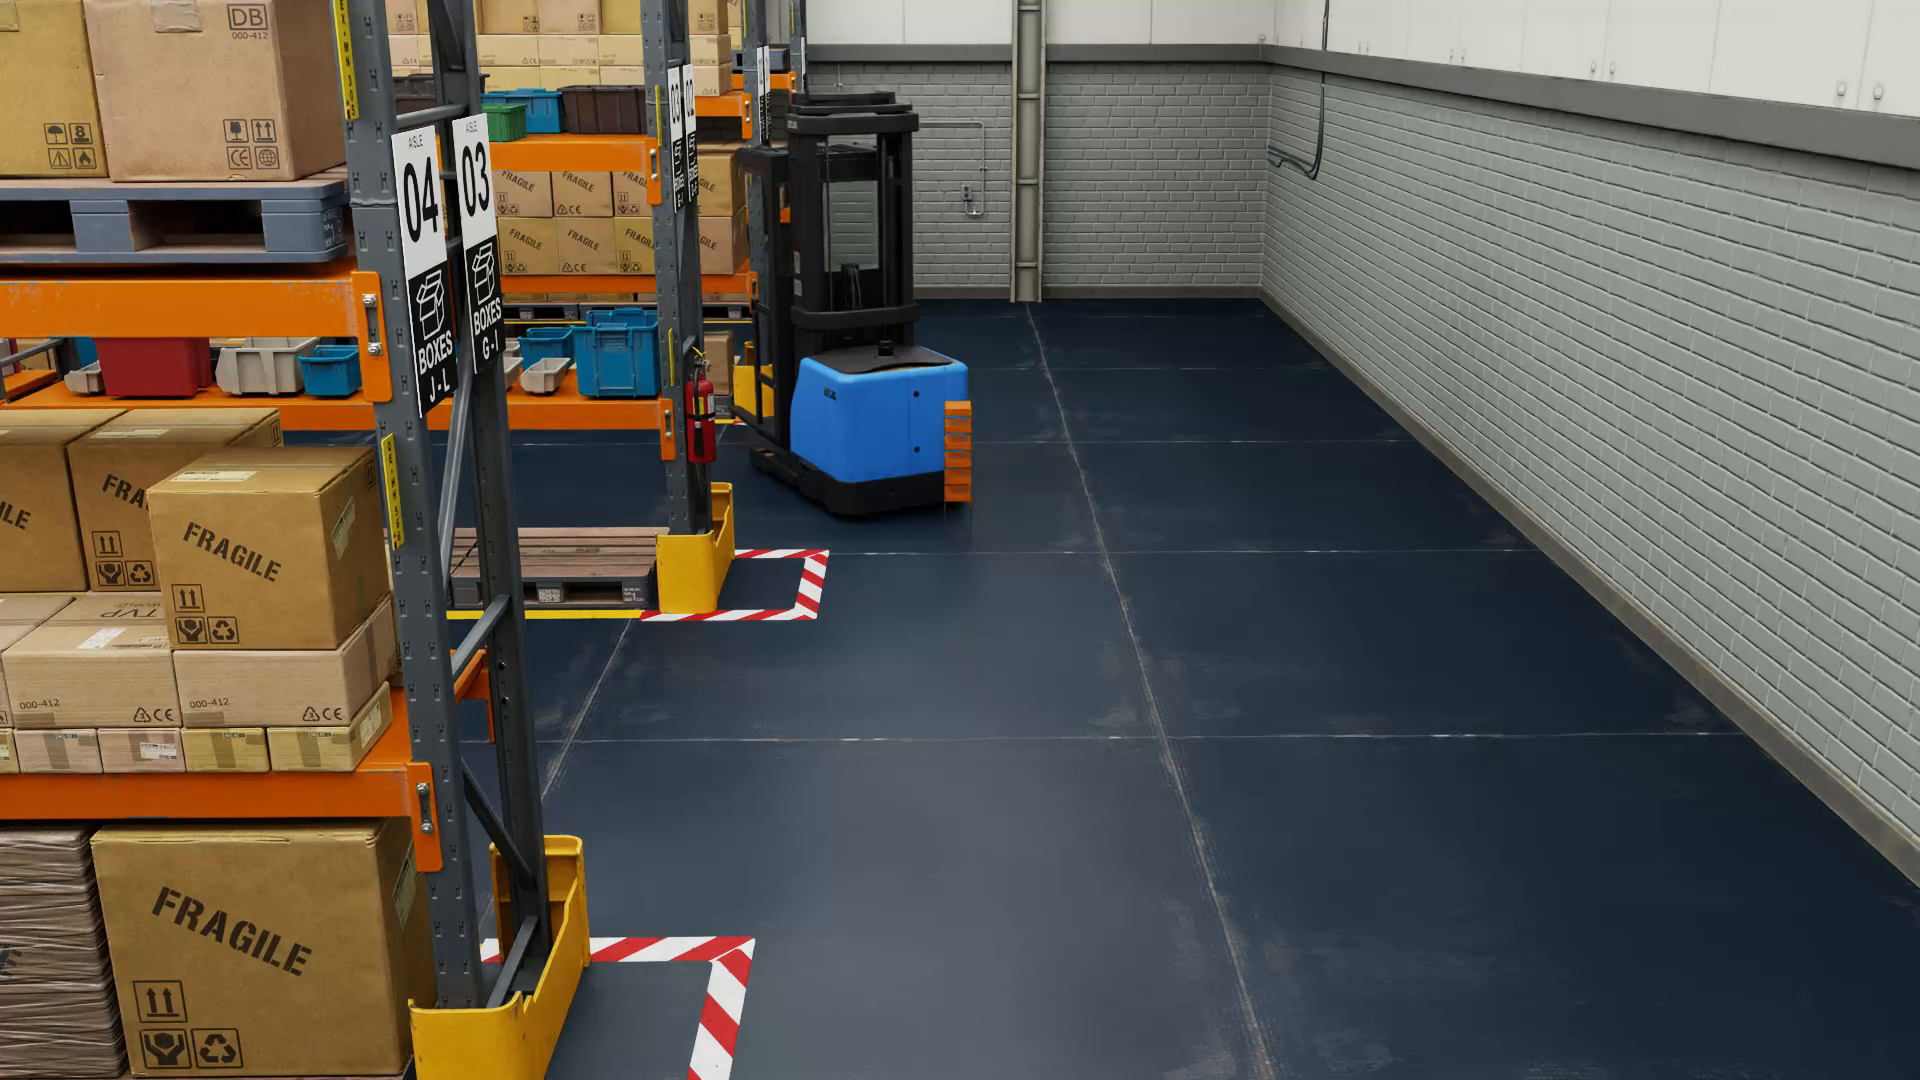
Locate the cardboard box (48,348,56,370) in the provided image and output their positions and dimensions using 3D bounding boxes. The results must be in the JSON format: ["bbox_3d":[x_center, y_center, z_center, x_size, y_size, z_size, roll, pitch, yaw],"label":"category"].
[{"bbox_3d":[-7.770,-1.570,14.902,0.500,0.500,0.500,-1,18,-3],"label":"cardboard box"}]

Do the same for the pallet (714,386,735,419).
[{"bbox_3d":[-2.650,-1.333,15.356,1.213,0.211,1.003,0,18,-1],"label":"pallet"}]

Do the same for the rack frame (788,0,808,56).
[{"bbox_3d":[-1.859,-7.034,18.744,0.127,3.000,1.000,0,18,-1],"label":"rack frame"}]

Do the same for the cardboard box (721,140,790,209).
[{"bbox_3d":[-2.369,-4.315,19.598,0.700,0.700,0.980,1,18,2],"label":"cardboard box"}]

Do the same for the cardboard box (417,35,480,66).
[{"bbox_3d":[-4.286,-4.169,14.149,0.500,0.250,0.500,0,18,-1],"label":"cardboard box"}]

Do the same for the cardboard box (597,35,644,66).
[{"bbox_3d":[-2.786,-4.177,14.174,0.500,0.250,0.500,0,18,-1],"label":"cardboard box"}]

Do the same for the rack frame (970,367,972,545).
[{"bbox_3d":[0.077,-0.572,11.365,0.006,1.200,0.240,0,18,-1],"label":"rack frame"}]

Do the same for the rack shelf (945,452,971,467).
[{"bbox_3d":[-0.014,-0.529,11.378,0.180,0.103,0.258,0,18,-1],"label":"rack shelf"}]

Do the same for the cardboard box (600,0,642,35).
[{"bbox_3d":[-2.792,-4.633,14.368,0.500,0.500,0.700,0,18,-1],"label":"cardboard box"}]

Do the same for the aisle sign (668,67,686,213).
[{"bbox_3d":[-1.626,-2.301,9.553,0.004,0.787,0.394,0,18,-1],"label":"aisle sign"}]

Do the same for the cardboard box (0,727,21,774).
[{"bbox_3d":[-2.996,0.588,5.215,0.250,0.149,0.380,-1,18,-2],"label":"cardboard box"}]

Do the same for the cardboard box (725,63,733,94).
[{"bbox_3d":[-2.295,-4.097,14.743,0.500,0.250,0.500,0,18,-1],"label":"cardboard box"}]

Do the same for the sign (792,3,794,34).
[{"bbox_3d":[-1.864,-5.824,18.563,0.005,0.325,0.100,0,18,-1],"label":"sign"}]

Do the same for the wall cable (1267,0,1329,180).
[{"bbox_3d":[3.802,-5.474,18.963,0.112,2.526,3.097,0,18,-1],"label":"wall cable"}]

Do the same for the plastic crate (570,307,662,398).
[{"bbox_3d":[-2.034,-1.139,10.031,0.499,0.435,0.616,0,18,-1],"label":"plastic crate"}]

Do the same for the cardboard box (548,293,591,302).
[{"bbox_3d":[-4.607,-3.142,19.836,0.500,0.500,0.700,0,18,-1],"label":"cardboard box"}]

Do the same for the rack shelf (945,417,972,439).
[{"bbox_3d":[-0.014,-0.757,11.304,0.180,0.103,0.258,0,18,-1],"label":"rack shelf"}]

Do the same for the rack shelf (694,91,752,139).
[{"bbox_3d":[-3.777,-3.741,14.566,4.000,0.370,1.077,0,18,-1],"label":"rack shelf"}]

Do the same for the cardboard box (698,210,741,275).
[{"bbox_3d":[-2.220,-2.627,14.663,0.500,0.500,0.500,0,18,1],"label":"cardboard box"}]

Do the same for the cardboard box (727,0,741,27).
[{"bbox_3d":[-2.586,-6.053,18.761,0.500,0.500,0.500,0,18,-1],"label":"cardboard box"}]

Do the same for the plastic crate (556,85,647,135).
[{"bbox_3d":[-2.092,-2.601,10.050,0.590,0.269,0.497,0,18,-1],"label":"plastic crate"}]

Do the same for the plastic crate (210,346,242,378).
[{"bbox_3d":[-4.587,-1.118,10.474,0.590,0.125,0.437,0,18,-1],"label":"plastic crate"}]

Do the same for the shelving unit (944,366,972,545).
[{"bbox_3d":[-0.014,-0.571,11.364,0.189,1.200,0.258,0,18,-1],"label":"shelving unit"}]

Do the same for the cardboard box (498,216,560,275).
[{"bbox_3d":[-3.742,-2.621,14.642,0.500,0.500,0.500,-1,18,-2],"label":"cardboard box"}]

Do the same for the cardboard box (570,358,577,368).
[{"bbox_3d":[-3.267,-1.492,15.069,0.500,0.250,0.500,0,18,-1],"label":"cardboard box"}]

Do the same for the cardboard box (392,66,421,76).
[{"bbox_3d":[-4.786,-3.930,14.224,0.500,0.250,0.500,0,18,-1],"label":"cardboard box"}]

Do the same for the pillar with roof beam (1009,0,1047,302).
[{"bbox_3d":[0.895,-5.997,15.510,0.400,9.000,9.100,0,18,-1],"label":"pillar with roof beam"}]

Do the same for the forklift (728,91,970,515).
[{"bbox_3d":[-1.035,-1.976,12.910,1.130,2.935,3.031,-9,20,-25],"label":"forklift"}]

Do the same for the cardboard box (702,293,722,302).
[{"bbox_3d":[-3.057,-3.151,19.865,0.500,0.500,0.700,0,18,-1],"label":"cardboard box"}]

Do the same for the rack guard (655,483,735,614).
[{"bbox_3d":[-1.679,0.034,10.623,0.348,0.500,1.175,0,18,-1],"label":"rack guard"}]

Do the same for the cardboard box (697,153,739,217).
[{"bbox_3d":[-2.218,-3.103,14.508,0.500,0.500,0.500,0,18,-1],"label":"cardboard box"}]

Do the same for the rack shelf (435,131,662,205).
[{"bbox_3d":[-3.702,-2.228,9.850,4.000,0.370,1.077,0,18,-1],"label":"rack shelf"}]

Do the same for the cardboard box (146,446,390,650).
[{"bbox_3d":[-2.107,0.016,5.118,0.500,0.500,0.500,0,18,0],"label":"cardboard box"}]

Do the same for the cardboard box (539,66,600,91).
[{"bbox_3d":[-3.286,-3.933,14.233,0.500,0.250,0.500,0,18,-1],"label":"cardboard box"}]

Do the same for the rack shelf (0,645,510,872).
[{"bbox_3d":[-3.624,0.713,5.592,4.000,0.370,1.077,0,18,-1],"label":"rack shelf"}]

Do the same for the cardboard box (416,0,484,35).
[{"bbox_3d":[-4.289,-4.575,14.188,0.500,0.500,0.700,0,18,-1],"label":"cardboard box"}]

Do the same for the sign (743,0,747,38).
[{"bbox_3d":[-1.788,-4.345,13.822,0.005,0.325,0.100,0,18,-1],"label":"sign"}]

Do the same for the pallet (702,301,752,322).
[{"bbox_3d":[-2.657,-2.822,20.000,1.213,0.211,1.003,0,18,-1],"label":"pallet"}]

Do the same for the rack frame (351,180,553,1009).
[{"bbox_3d":[-1.624,0.361,5.513,0.127,3.000,1.000,0,18,-1],"label":"rack frame"}]

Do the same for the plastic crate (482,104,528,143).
[{"bbox_3d":[-2.684,-2.388,9.516,0.336,0.188,0.450,0,18,-1],"label":"plastic crate"}]

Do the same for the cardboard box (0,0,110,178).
[{"bbox_3d":[-2.708,-1.378,5.007,0.500,0.500,0.700,-1,18,-3],"label":"cardboard box"}]

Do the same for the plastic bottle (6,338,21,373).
[{"bbox_3d":[-6.075,-1.206,10.587,0.133,0.283,0.061,0,18,-1],"label":"plastic bottle"}]

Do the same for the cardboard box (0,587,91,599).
[{"bbox_3d":[-3.131,0.216,5.722,0.500,0.250,0.500,-1,18,-3],"label":"cardboard box"}]

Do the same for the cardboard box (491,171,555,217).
[{"bbox_3d":[-3.755,-3.093,14.480,0.500,0.500,0.500,0,18,1],"label":"cardboard box"}]

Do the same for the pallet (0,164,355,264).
[{"bbox_3d":[-2.366,-1.019,5.047,1.213,0.211,1.003,0,18,-1],"label":"pallet"}]

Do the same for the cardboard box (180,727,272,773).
[{"bbox_3d":[-2.235,0.584,5.227,0.250,0.149,0.380,0,18,0],"label":"cardboard box"}]

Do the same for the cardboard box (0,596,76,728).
[{"bbox_3d":[-3.121,0.379,5.215,0.500,0.250,0.500,-1,18,-3],"label":"cardboard box"}]

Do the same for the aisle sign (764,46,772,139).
[{"bbox_3d":[-1.713,-3.993,14.828,0.004,0.787,0.394,0,18,-1],"label":"aisle sign"}]

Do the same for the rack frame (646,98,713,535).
[{"bbox_3d":[-1.702,-1.152,10.228,0.127,3.000,1.000,0,18,-1],"label":"rack frame"}]

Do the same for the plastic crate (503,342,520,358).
[{"bbox_3d":[-2.955,-1.175,10.633,0.298,0.136,0.250,0,18,-1],"label":"plastic crate"}]
